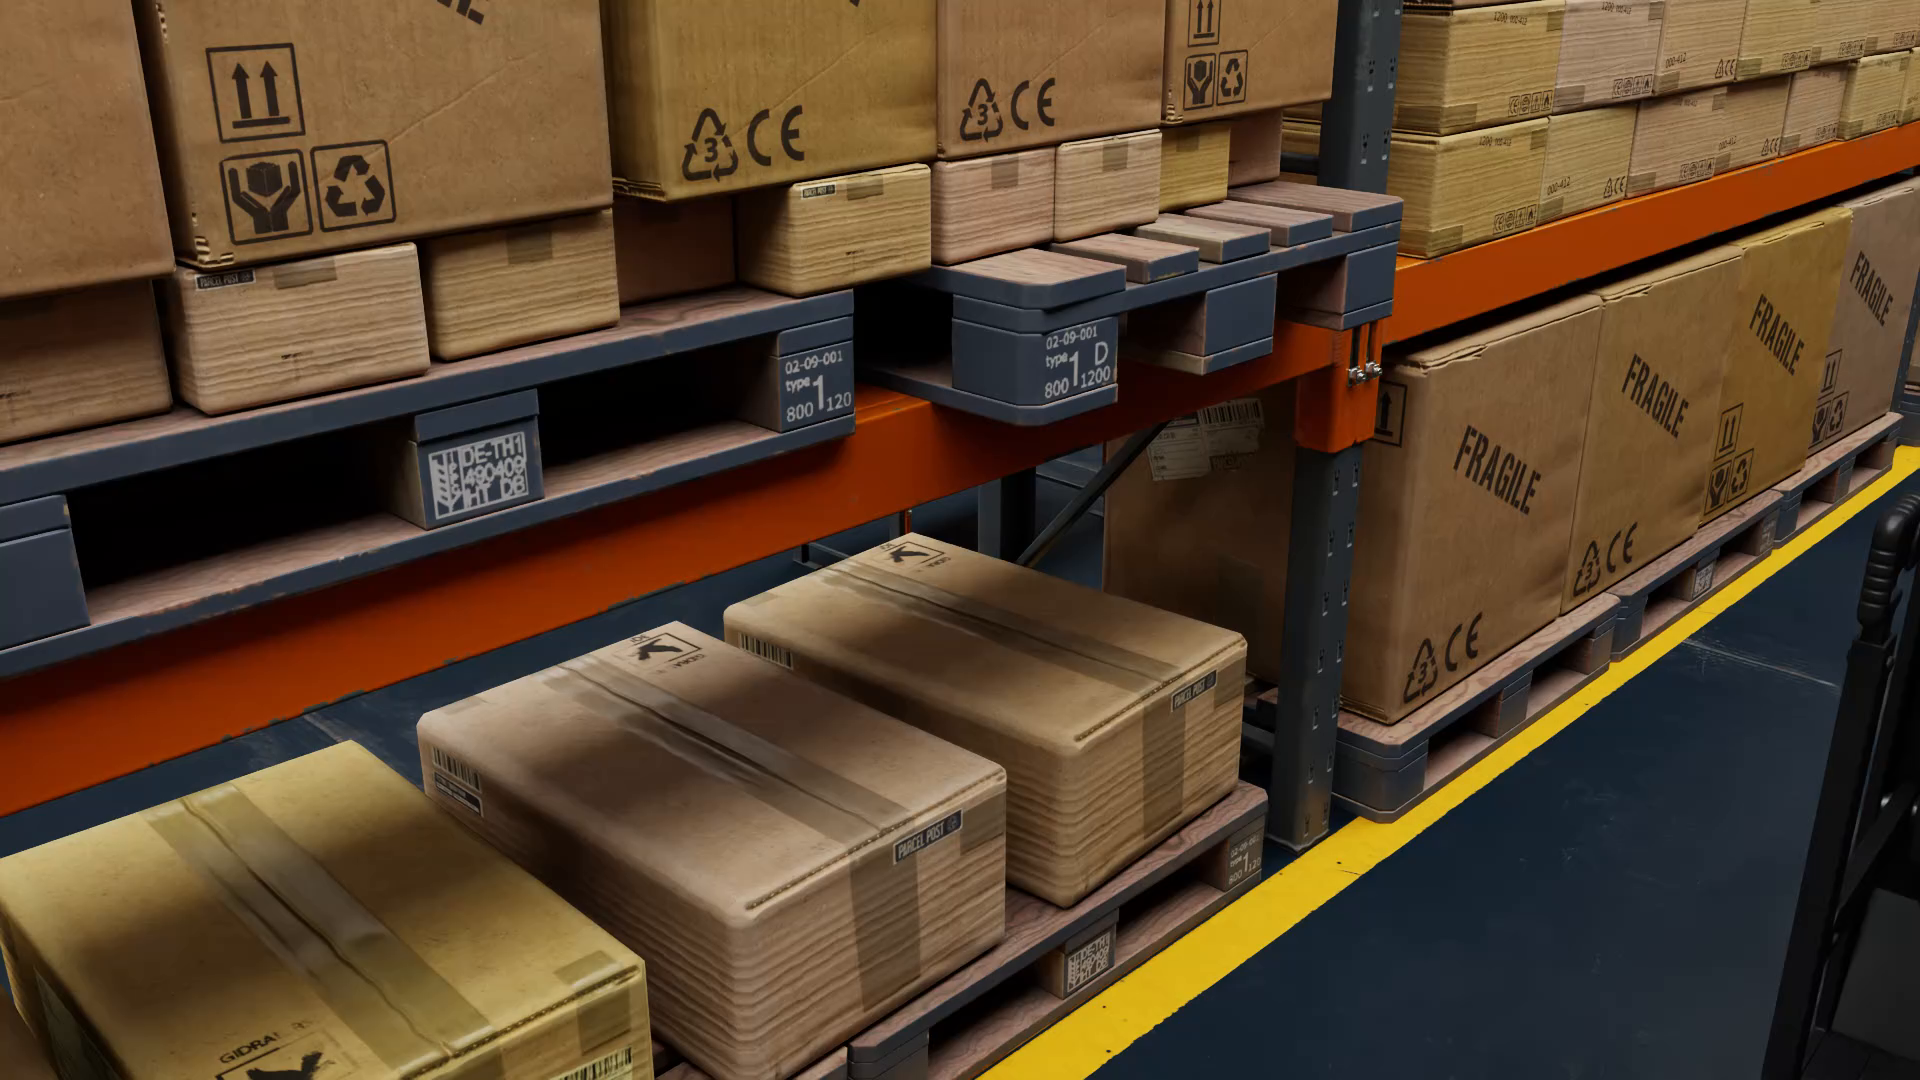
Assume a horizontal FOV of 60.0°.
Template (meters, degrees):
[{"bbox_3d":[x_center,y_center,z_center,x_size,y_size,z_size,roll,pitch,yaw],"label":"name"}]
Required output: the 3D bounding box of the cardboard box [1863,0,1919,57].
[{"bbox_3d":[2.757,-1.719,5.377,0.500,0.250,0.500,-19,28,-41],"label":"cardboard box"}]

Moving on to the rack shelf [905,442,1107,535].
[{"bbox_3d":[0.005,-0.299,5.465,0.538,0.278,1.000,19,28,41],"label":"rack shelf"}]

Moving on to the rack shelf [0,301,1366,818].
[{"bbox_3d":[-0.952,0.018,2.349,1.077,0.370,4.000,19,28,41],"label":"rack shelf"}]

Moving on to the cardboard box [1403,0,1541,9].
[{"bbox_3d":[0.963,-1.411,3.531,0.500,0.500,0.500,18,27,39],"label":"cardboard box"}]

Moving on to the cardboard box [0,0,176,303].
[{"bbox_3d":[-1.111,-0.486,1.519,0.500,0.500,0.500,19,28,40],"label":"cardboard box"}]

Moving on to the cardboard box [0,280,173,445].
[{"bbox_3d":[-1.028,-0.218,1.725,0.380,0.149,0.250,20,28,41],"label":"cardboard box"}]

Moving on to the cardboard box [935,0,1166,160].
[{"bbox_3d":[-0.027,-0.891,2.573,0.500,0.500,0.500,19,28,40],"label":"cardboard box"}]

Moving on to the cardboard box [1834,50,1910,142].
[{"bbox_3d":[2.746,-1.481,5.455,0.500,0.250,0.500,19,28,40],"label":"cardboard box"}]

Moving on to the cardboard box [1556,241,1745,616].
[{"bbox_3d":[1.610,-0.421,4.865,0.875,0.875,0.875,20,29,41],"label":"cardboard box"}]

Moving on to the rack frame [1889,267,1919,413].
[{"bbox_3d":[3.234,-1.860,6.232,1.000,3.000,0.127,19,28,41],"label":"rack frame"}]

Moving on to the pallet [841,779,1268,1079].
[{"bbox_3d":[-0.103,0.670,3.536,1.003,0.211,1.213,19,28,41],"label":"pallet"}]

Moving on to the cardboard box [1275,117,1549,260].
[{"bbox_3d":[0.965,-0.824,3.748,0.500,0.250,0.500,19,28,40],"label":"cardboard box"}]

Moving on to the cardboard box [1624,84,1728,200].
[{"bbox_3d":[1.681,-1.094,4.450,0.500,0.250,0.500,-19,28,-40],"label":"cardboard box"}]

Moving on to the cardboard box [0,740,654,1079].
[{"bbox_3d":[-1.000,0.727,2.580,0.625,0.372,0.950,-19,28,-40],"label":"cardboard box"}]

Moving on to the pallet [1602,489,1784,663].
[{"bbox_3d":[1.899,-0.026,5.348,1.003,0.211,1.213,19,28,41],"label":"pallet"}]

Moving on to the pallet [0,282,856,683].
[{"bbox_3d":[-0.908,-0.223,2.241,1.003,0.211,1.213,19,28,41],"label":"pallet"}]

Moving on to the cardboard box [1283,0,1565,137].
[{"bbox_3d":[0.974,-1.063,3.673,0.500,0.250,0.500,19,28,40],"label":"cardboard box"}]

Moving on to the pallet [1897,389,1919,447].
[{"bbox_3d":[3.821,-0.734,7.190,1.003,0.211,1.213,19,28,41],"label":"pallet"}]

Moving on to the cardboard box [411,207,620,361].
[{"bbox_3d":[-0.641,-0.349,2.067,0.380,0.149,0.250,18,27,39],"label":"cardboard box"}]

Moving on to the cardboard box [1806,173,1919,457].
[{"bbox_3d":[2.859,-0.885,6.072,0.875,0.875,0.875,-19,28,-40],"label":"cardboard box"}]

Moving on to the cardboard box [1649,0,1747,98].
[{"bbox_3d":[1.692,-1.321,4.343,0.500,0.250,0.500,19,28,40],"label":"cardboard box"}]

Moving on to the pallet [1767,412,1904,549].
[{"bbox_3d":[2.750,-0.341,6.168,1.003,0.211,1.213,19,28,41],"label":"pallet"}]

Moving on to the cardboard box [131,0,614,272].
[{"bbox_3d":[-0.760,-0.621,1.870,0.500,0.500,0.500,18,27,39],"label":"cardboard box"}]

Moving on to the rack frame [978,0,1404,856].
[{"bbox_3d":[0.444,-0.832,3.557,1.000,3.000,0.127,19,28,41],"label":"rack frame"}]

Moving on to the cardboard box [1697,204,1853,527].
[{"bbox_3d":[2.234,-0.651,5.462,0.875,0.875,0.875,-19,28,-40],"label":"cardboard box"}]

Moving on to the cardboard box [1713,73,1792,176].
[{"bbox_3d":[2.023,-1.222,4.782,0.500,0.250,0.500,19,28,41],"label":"cardboard box"}]

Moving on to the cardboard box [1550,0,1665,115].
[{"bbox_3d":[1.335,-1.196,4.018,0.500,0.250,0.500,-19,28,-41],"label":"cardboard box"}]

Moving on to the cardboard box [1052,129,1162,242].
[{"bbox_3d":[0.105,-0.604,2.731,0.380,0.149,0.250,19,28,40],"label":"cardboard box"}]

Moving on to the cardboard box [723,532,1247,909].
[{"bbox_3d":[0.042,0.342,3.582,0.950,0.372,0.625,17,27,37],"label":"cardboard box"}]

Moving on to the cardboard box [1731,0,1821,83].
[{"bbox_3d":[2.055,-1.448,4.673,0.500,0.250,0.500,-20,28,-41],"label":"cardboard box"}]

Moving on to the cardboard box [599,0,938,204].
[{"bbox_3d":[-0.378,-0.761,2.234,0.500,0.500,0.500,17,27,37],"label":"cardboard box"}]

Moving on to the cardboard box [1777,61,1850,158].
[{"bbox_3d":[2.380,-1.356,5.130,0.500,0.250,0.500,18,28,39],"label":"cardboard box"}]

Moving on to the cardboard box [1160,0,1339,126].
[{"bbox_3d":[0.326,-1.027,2.926,0.500,0.500,0.500,18,28,39],"label":"cardboard box"}]

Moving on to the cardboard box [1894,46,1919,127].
[{"bbox_3d":[3.102,-1.611,5.795,0.500,0.250,0.500,18,28,39],"label":"cardboard box"}]

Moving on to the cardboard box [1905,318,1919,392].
[{"bbox_3d":[3.749,-0.994,6.967,0.875,0.438,0.875,19,28,40],"label":"cardboard box"}]

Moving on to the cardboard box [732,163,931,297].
[{"bbox_3d":[-0.259,-0.467,2.374,0.250,0.149,0.380,-20,28,-41],"label":"cardboard box"}]

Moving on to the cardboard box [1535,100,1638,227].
[{"bbox_3d":[1.311,-0.961,4.103,0.500,0.250,0.500,18,28,39],"label":"cardboard box"}]

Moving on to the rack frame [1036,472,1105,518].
[{"bbox_3d":[0.359,-0.657,5.717,0.500,1.125,0.032,19,28,41],"label":"rack frame"}]

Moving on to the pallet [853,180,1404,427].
[{"bbox_3d":[0.023,-0.532,3.046,1.213,0.211,1.003,19,28,41],"label":"pallet"}]

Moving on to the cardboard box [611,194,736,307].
[{"bbox_3d":[-0.524,-0.434,2.288,0.380,0.149,0.250,20,28,41],"label":"cardboard box"}]

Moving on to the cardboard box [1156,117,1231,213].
[{"bbox_3d":[0.248,-0.680,2.928,0.250,0.149,0.380,-20,28,-41],"label":"cardboard box"}]

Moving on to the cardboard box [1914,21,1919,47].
[{"bbox_3d":[3.101,-1.849,5.717,0.500,0.250,0.500,19,28,41],"label":"cardboard box"}]

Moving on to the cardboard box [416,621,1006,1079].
[{"bbox_3d":[-0.467,0.533,3.083,0.950,0.372,0.625,19,28,40],"label":"cardboard box"}]

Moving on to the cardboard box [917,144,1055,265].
[{"bbox_3d":[-0.077,-0.542,2.567,0.380,0.149,0.250,18,27,38],"label":"cardboard box"}]

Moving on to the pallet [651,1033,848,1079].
[{"bbox_3d":[-0.954,0.983,2.724,1.003,0.211,1.213,19,28,41],"label":"pallet"}]

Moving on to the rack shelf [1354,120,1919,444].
[{"bbox_3d":[1.839,-1.010,5.024,1.077,0.370,4.000,19,28,41],"label":"rack shelf"}]

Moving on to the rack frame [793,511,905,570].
[{"bbox_3d":[-0.350,-0.396,5.037,0.500,1.125,0.032,19,28,41],"label":"rack frame"}]

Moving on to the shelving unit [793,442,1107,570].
[{"bbox_3d":[0.005,-0.527,5.377,0.538,1.125,1.048,19,28,41],"label":"shelving unit"}]

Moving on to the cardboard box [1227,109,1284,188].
[{"bbox_3d":[0.383,-0.767,3.155,0.250,0.149,0.380,-19,28,-40],"label":"cardboard box"}]

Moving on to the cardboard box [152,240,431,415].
[{"bbox_3d":[-0.806,-0.273,1.869,0.250,0.149,0.380,-19,28,-40],"label":"cardboard box"}]

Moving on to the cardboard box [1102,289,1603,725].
[{"bbox_3d":[0.985,-0.193,4.271,0.875,0.875,0.875,19,28,40],"label":"cardboard box"}]

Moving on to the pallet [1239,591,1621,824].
[{"bbox_3d":[1.048,0.286,4.536,1.003,0.211,1.213,19,28,41],"label":"pallet"}]

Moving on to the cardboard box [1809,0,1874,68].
[{"bbox_3d":[2.400,-1.584,5.027,0.500,0.250,0.500,-19,28,-41],"label":"cardboard box"}]
